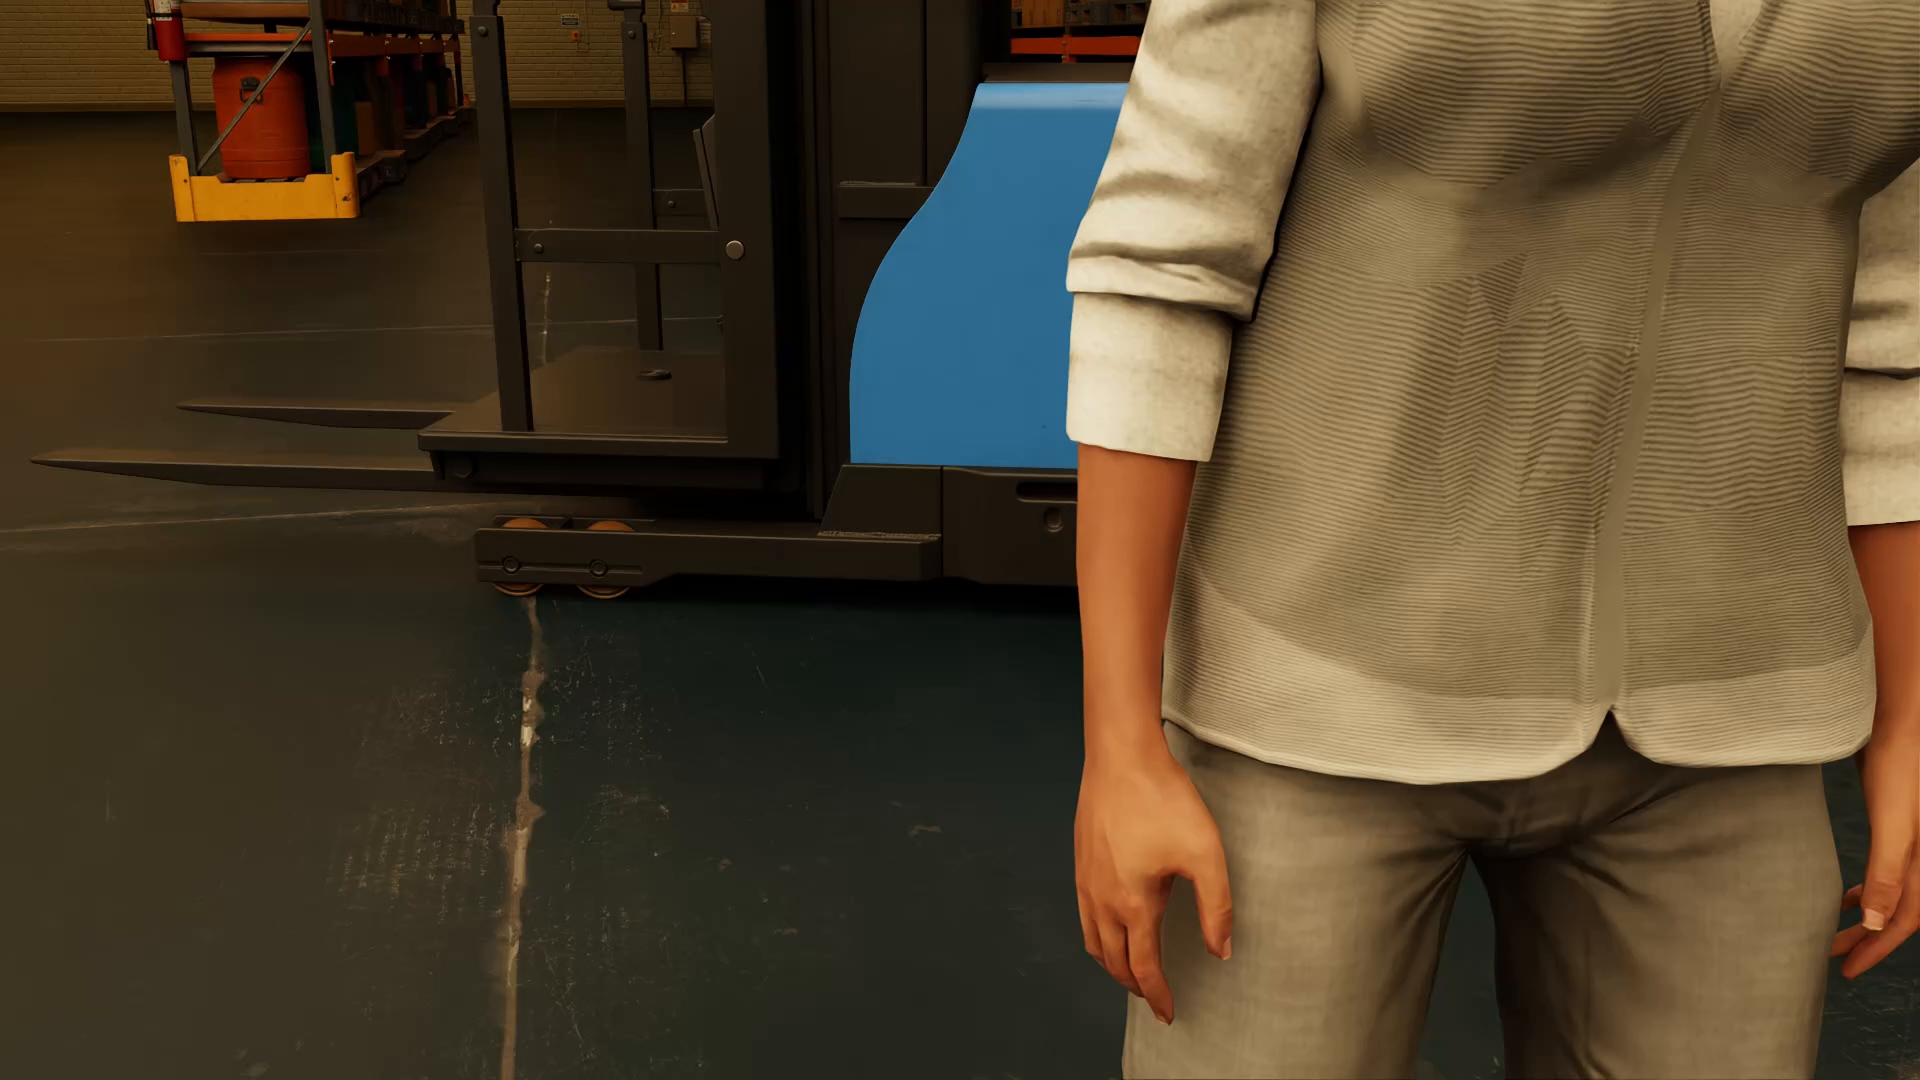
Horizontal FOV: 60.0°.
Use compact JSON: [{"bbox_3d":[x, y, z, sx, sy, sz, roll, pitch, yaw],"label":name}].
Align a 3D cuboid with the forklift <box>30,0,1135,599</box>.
[{"bbox_3d":[-0.622,-1.425,3.664,3.031,2.935,1.130,2,17,6],"label":"forklift"}]
